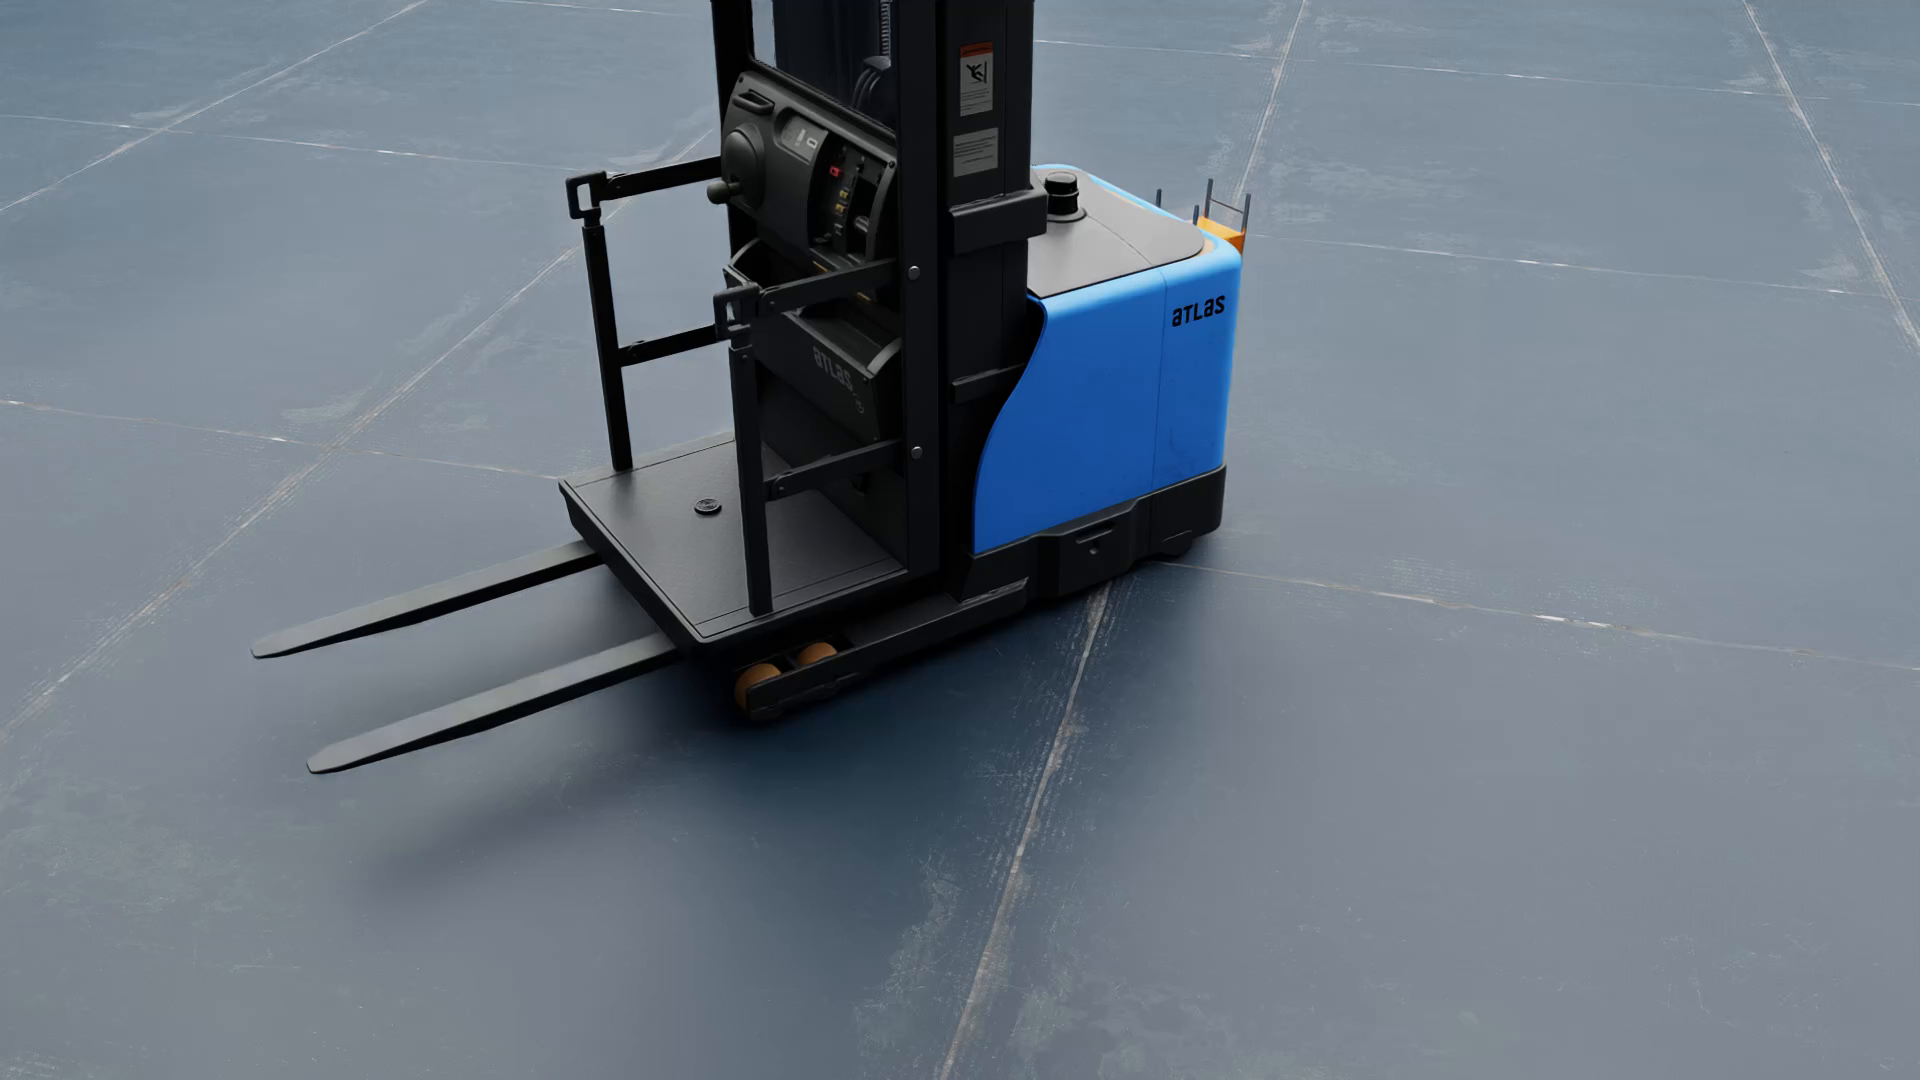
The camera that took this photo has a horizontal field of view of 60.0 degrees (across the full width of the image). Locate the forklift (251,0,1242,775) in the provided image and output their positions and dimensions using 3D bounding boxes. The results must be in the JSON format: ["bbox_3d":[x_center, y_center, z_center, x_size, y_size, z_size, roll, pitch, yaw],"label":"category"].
[{"bbox_3d":[-0.615,-1.027,4.633,3.031,2.935,1.130,-19,37,-27],"label":"forklift"}]

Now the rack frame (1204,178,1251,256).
[{"bbox_3d":[0.898,-0.762,5.971,0.008,1.050,0.200,-18,37,-33],"label":"rack frame"}]

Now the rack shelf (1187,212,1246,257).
[{"bbox_3d":[0.815,-0.965,5.768,0.240,0.259,0.215,-18,37,-33],"label":"rack shelf"}]

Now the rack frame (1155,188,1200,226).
[{"bbox_3d":[0.703,-0.697,5.838,0.008,1.050,0.200,-18,37,-33],"label":"rack frame"}]

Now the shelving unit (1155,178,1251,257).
[{"bbox_3d":[0.801,-0.729,5.904,0.252,1.050,0.215,-18,37,-33],"label":"shelving unit"}]
